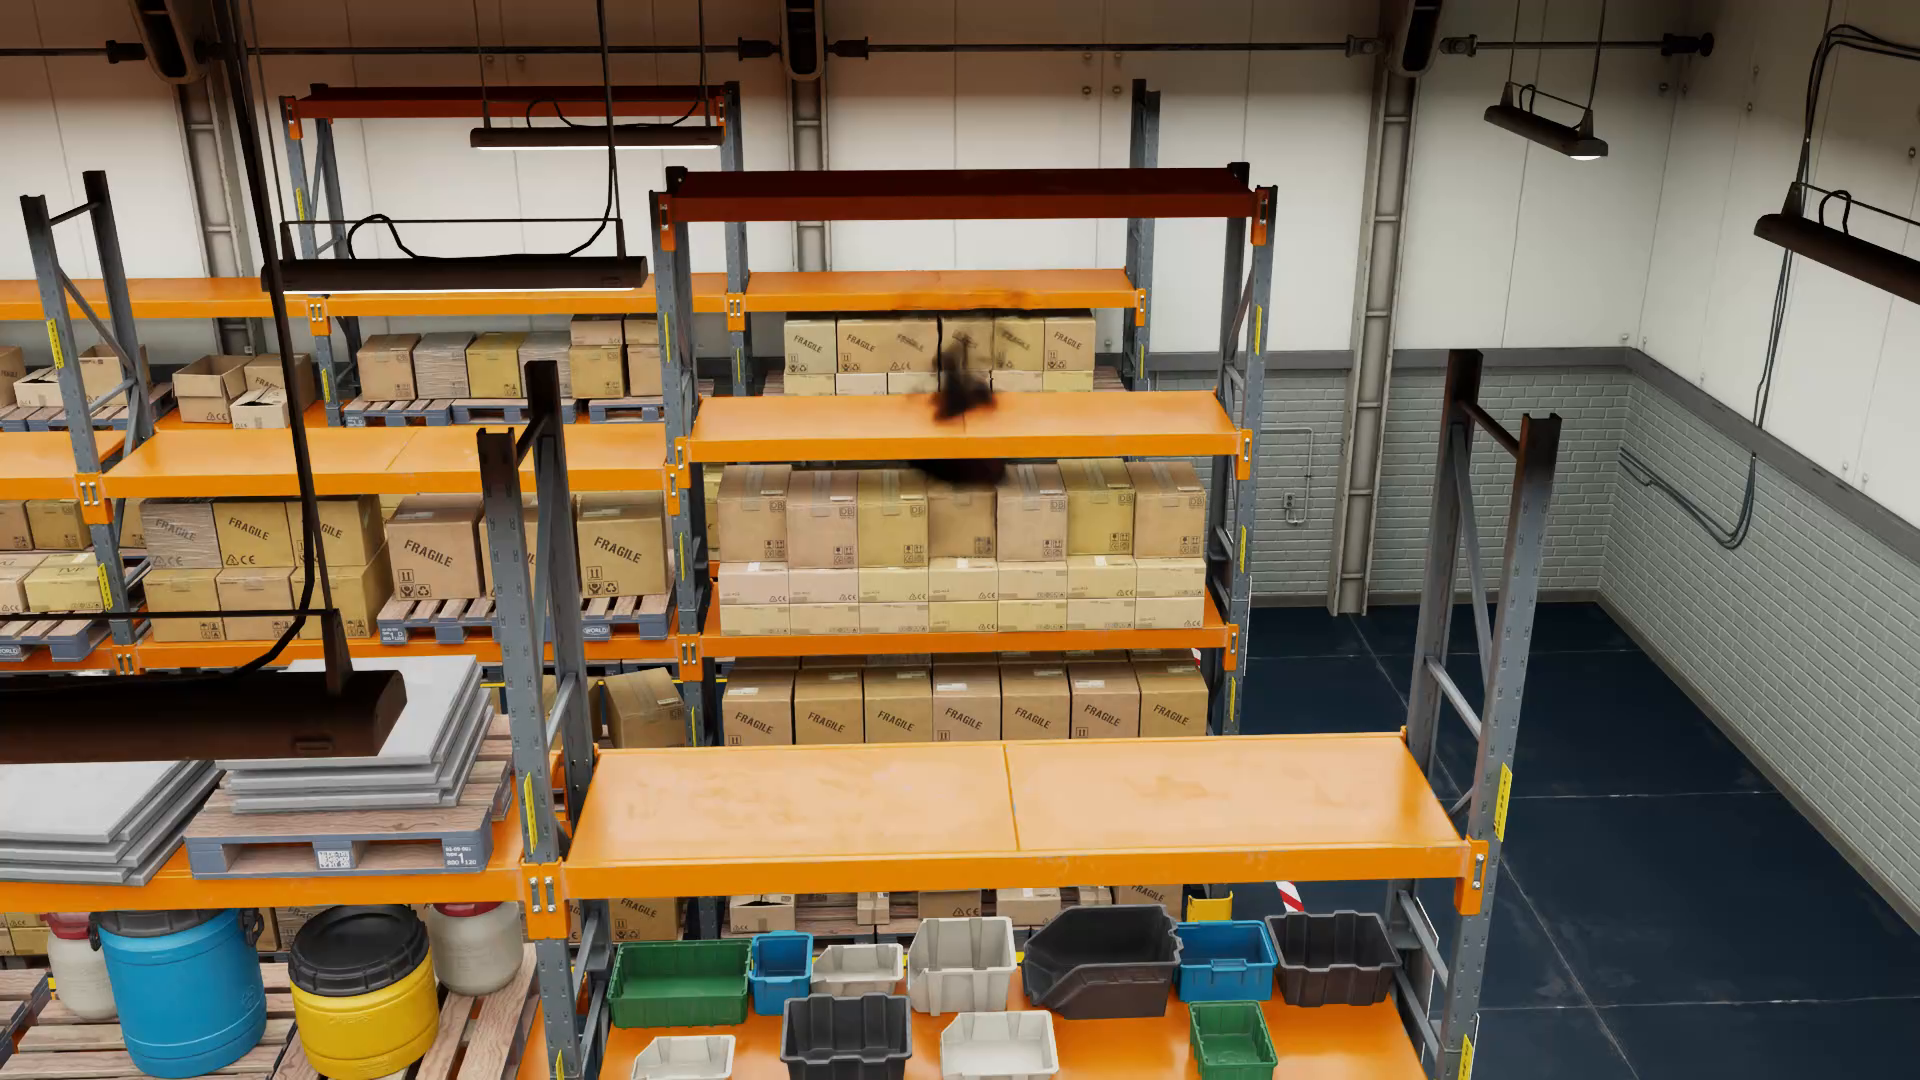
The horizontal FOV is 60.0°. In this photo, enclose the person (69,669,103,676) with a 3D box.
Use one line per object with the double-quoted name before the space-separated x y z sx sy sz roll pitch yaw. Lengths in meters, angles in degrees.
"person" -7.673 1.627 14.881 0.899 1.709 0.539 -6 23 -13
